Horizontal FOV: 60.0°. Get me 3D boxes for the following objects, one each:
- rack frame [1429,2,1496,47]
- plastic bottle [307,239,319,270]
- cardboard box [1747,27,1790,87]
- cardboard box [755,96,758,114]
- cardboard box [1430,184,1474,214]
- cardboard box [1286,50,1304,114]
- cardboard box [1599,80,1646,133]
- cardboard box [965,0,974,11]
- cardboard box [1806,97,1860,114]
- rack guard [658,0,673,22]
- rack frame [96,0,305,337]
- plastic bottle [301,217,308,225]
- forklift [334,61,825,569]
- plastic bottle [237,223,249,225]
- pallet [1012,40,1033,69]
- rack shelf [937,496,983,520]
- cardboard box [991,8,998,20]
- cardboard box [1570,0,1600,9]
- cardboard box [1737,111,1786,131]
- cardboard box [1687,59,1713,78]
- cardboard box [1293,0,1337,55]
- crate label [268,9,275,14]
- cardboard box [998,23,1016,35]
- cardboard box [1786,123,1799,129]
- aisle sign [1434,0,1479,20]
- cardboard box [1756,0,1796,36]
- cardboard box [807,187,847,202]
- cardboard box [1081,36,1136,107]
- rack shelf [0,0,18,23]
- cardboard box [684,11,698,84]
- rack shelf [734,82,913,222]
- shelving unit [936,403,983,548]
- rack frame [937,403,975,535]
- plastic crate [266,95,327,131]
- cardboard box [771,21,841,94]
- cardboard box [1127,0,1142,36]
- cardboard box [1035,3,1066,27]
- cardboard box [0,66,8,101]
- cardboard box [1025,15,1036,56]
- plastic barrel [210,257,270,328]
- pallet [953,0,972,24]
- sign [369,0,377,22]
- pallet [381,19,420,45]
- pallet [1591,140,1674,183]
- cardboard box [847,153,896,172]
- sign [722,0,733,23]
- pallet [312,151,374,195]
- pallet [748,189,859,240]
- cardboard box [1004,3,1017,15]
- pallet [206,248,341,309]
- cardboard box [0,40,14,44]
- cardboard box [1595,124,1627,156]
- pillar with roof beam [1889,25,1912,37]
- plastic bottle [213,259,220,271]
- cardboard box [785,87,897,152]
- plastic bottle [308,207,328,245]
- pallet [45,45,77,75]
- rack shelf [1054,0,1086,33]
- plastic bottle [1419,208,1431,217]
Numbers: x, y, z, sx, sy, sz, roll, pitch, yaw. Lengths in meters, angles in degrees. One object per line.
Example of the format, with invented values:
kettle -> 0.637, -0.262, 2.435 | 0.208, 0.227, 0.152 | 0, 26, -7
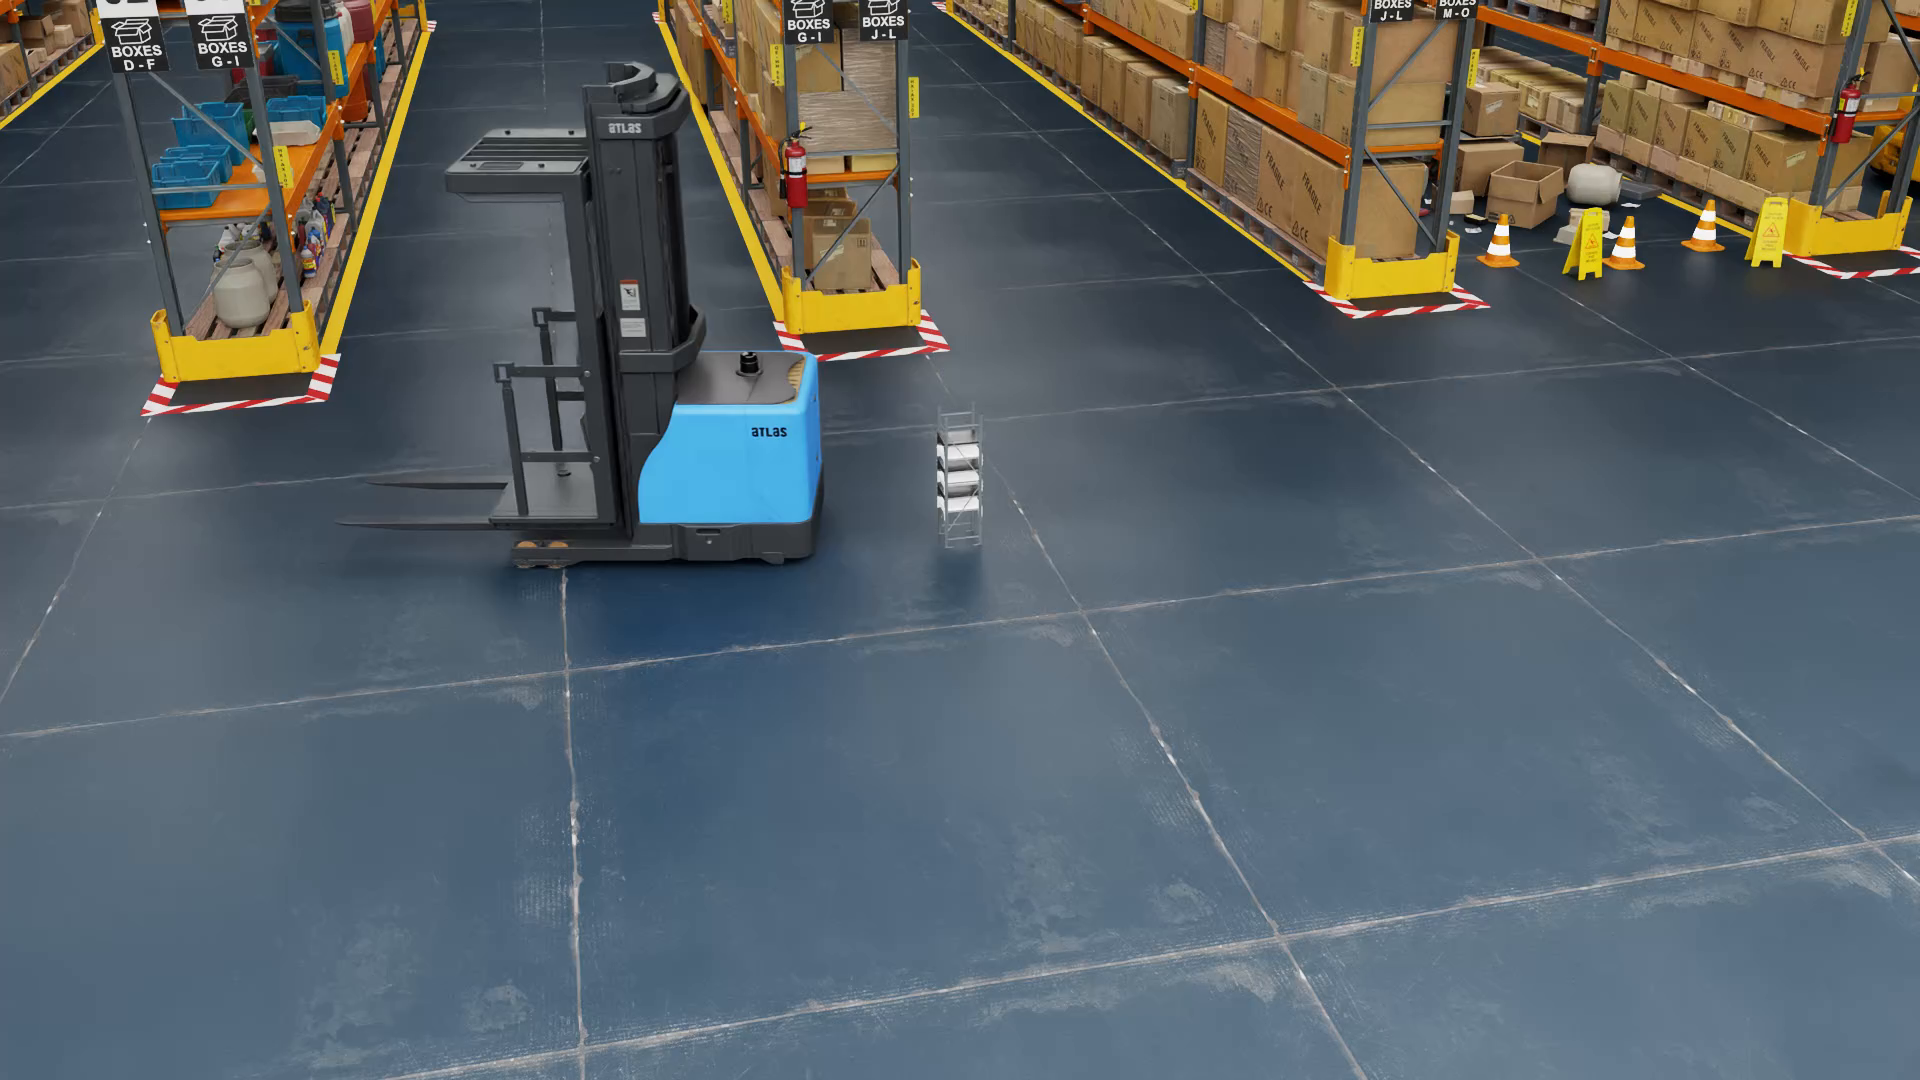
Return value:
rack frame -> 6.934, -7.712, 22.700 | 1.000, 3.000, 0.127 | -6, 27, -12
plastic bottle -> -5.882, -2.603, 15.105 | 0.061, 0.283, 0.133 | -5, 27, -11
cardboard box -> 8.238, -4.808, 16.506 | 0.500, 0.500, 0.500 | -6, 27, -11
cardboard box -> -1.758, -4.166, 15.954 | 0.380, 0.149, 0.250 | -6, 27, -12
cardboard box -> 5.218, -3.621, 17.629 | 0.396, 0.266, 0.258 | -1, 27, -3
cardboard box -> 3.660, -4.376, 15.925 | 0.875, 0.550, 0.550 | -6, 27, -12
cardboard box -> 7.706, -4.964, 19.010 | 0.500, 0.500, 0.500 | -5, 27, -9
cardboard box -> 0.290, -8.991, 27.932 | 0.380, 0.149, 0.250 | -6, 27, -11
cardboard box -> 8.444, -4.230, 16.081 | 0.380, 0.149, 0.250 | -5, 27, -10
rack guard -> -4.529, -9.112, 28.249 | 1.175, 0.500, 0.348 | -6, 27, -12
rack frame -> -5.743, -2.691, 12.752 | 1.000, 3.000, 0.127 | -6, 27, -12
plastic bottle -> -6.197, -2.929, 15.751 | 0.061, 0.283, 0.133 | -6, 27, -12
forklift -> -2.428, -1.368, 10.207 | 3.031, 2.935, 1.130 | 0, 27, 0
plastic bottle -> -6.825, -2.981, 15.779 | 0.144, 0.351, 0.185 | -7, 28, -14
pallet -> 1.410, -7.334, 25.047 | 1.003, 0.211, 1.213 | -6, 27, -12
rack shelf -> -0.002, -0.215, 10.650 | 0.258, 0.077, 0.200 | -6, 27, -12
cardboard box -> 0.702, -8.308, 26.249 | 0.380, 0.149, 0.250 | -7, 28, -13
cardboard box -> 7.508, -6.500, 19.393 | 0.500, 0.500, 0.500 | -6, 27, -13
cardboard box -> 8.154, -4.264, 16.902 | 0.380, 0.149, 0.250 | -5, 27, -10
cardboard box -> 7.957, -5.003, 17.611 | 0.380, 0.149, 0.250 | -6, 27, -12
cardboard box -> 3.684, -4.861, 15.686 | 0.875, 0.550, 0.550 | -6, 27, -12
crate label -> -7.586, -5.755, 18.784 | 0.502, 0.435, 0.616 | -6, 27, -12
cardboard box -> 0.813, -7.973, 25.916 | 0.380, 0.149, 0.250 | -6, 27, -11
cardboard box -> 8.697, -4.116, 17.330 | 0.500, 0.500, 0.500 | -7, 28, -14
aisle sign -> 4.245, -4.813, 14.071 | 0.394, 0.787, 0.004 | -6, 27, -12
cardboard box -> 8.303, -5.249, 16.269 | 0.700, 0.500, 0.500 | -6, 27, -11
cardboard box -> -1.333, -3.077, 15.825 | 0.500, 0.500, 0.500 | -3, 27, -7
cardboard box -> 2.184, -6.072, 21.481 | 1.050, 0.750, 0.750 | -6, 27, -12
rack shelf -> -12.824, -6.258, 20.618 | 1.077, 0.370, 4.000 | -6, 27, -12
cardboard box -> -3.049, -6.642, 22.472 | 1.225, 0.875, 0.875 | -6, 27, -11
rack shelf -> -1.369, -3.751, 15.650 | 1.077, 0.370, 4.000 | -6, 27, -12
shelving unit -> -0.002, -0.405, 10.554 | 0.258, 0.900, 0.210 | -6, 27, -12
rack frame -> -0.025, -0.450, 10.643 | 0.240, 0.900, 0.006 | -6, 27, -12
plastic crate -> -6.131, -3.922, 15.357 | 0.499, 0.251, 0.616 | -6, 27, -12
cardboard box -> -1.283, -4.034, 13.862 | 0.500, 0.500, 0.500 | -6, 27, -12
cardboard box -> 2.313, -6.322, 19.835 | 0.500, 0.500, 0.500 | -6, 27, -12
cardboard box -> 1.375, -7.518, 23.792 | 0.500, 0.250, 0.500 | -5, 27, -10
cardboard box -> -12.668, -5.912, 21.421 | 0.500, 0.500, 0.500 | -6, 27, -11
cardboard box -> 1.262, -7.409, 24.408 | 0.500, 0.500, 0.500 | -5, 27, -9
plastic barrel -> -5.966, -2.049, 13.775 | 0.421, 0.512, 0.421 | 0, 27, 0
pallet -> 0.497, -9.039, 28.423 | 1.003, 0.211, 1.213 | -6, 27, -12
sign -> -7.012, -6.335, 19.790 | 0.100, 0.325, 0.005 | -6, 27, -12
pallet -> -9.201, -8.104, 26.571 | 1.003, 0.211, 1.213 | -6, 27, -12
pallet -> 8.021, -4.420, 19.273 | 1.003, 0.211, 1.213 | -6, 27, -12
cardboard box -> -0.750, -3.231, 14.101 | 0.380, 0.149, 0.250 | -6, 27, -12
sign -> -2.359, -5.409, 16.852 | 0.100, 0.325, 0.005 | -6, 27, -12
pallet -> -7.138, -4.079, 18.598 | 1.003, 0.211, 1.213 | -6, 27, -12
pallet -> -1.634, -3.414, 17.279 | 1.003, 0.211, 1.213 | -6, 27, -12
cardboard box -> 0.899, -8.231, 25.766 | 0.380, 0.149, 0.250 | -5, 27, -10
pallet -> -6.256, -2.366, 15.204 | 1.003, 0.211, 1.213 | -6, 27, -12
cardboard box -> -13.848, -7.004, 23.793 | 0.500, 0.311, 0.500 | -6, 27, -12
cardboard box -> 7.706, -4.630, 19.179 | 0.500, 0.250, 0.500 | -7, 28, -14
pillar with roof beam -> 8.747, -9.978, 20.532 | 9.100, 9.000, 0.400 | -6, 27, -12
plastic bottle -> -6.584, -2.400, 14.793 | 0.097, 0.201, 0.097 | 0, 27, 0
cardboard box -> -1.015, -3.615, 14.143 | 0.875, 0.500, 0.500 | -6, 27, -12
plastic bottle -> -6.103, -2.981, 15.779 | 0.144, 0.351, 0.185 | -6, 27, -12
pallet -> -13.707, -7.051, 24.485 | 1.003, 0.211, 1.213 | -6, 27, -12
rack shelf -> 1.684, -7.722, 23.518 | 1.077, 0.370, 4.000 | -6, 27, -12
plastic bottle -> 4.828, -3.451, 17.520 | 0.283, 0.061, 0.133 | -16, 31, -29
